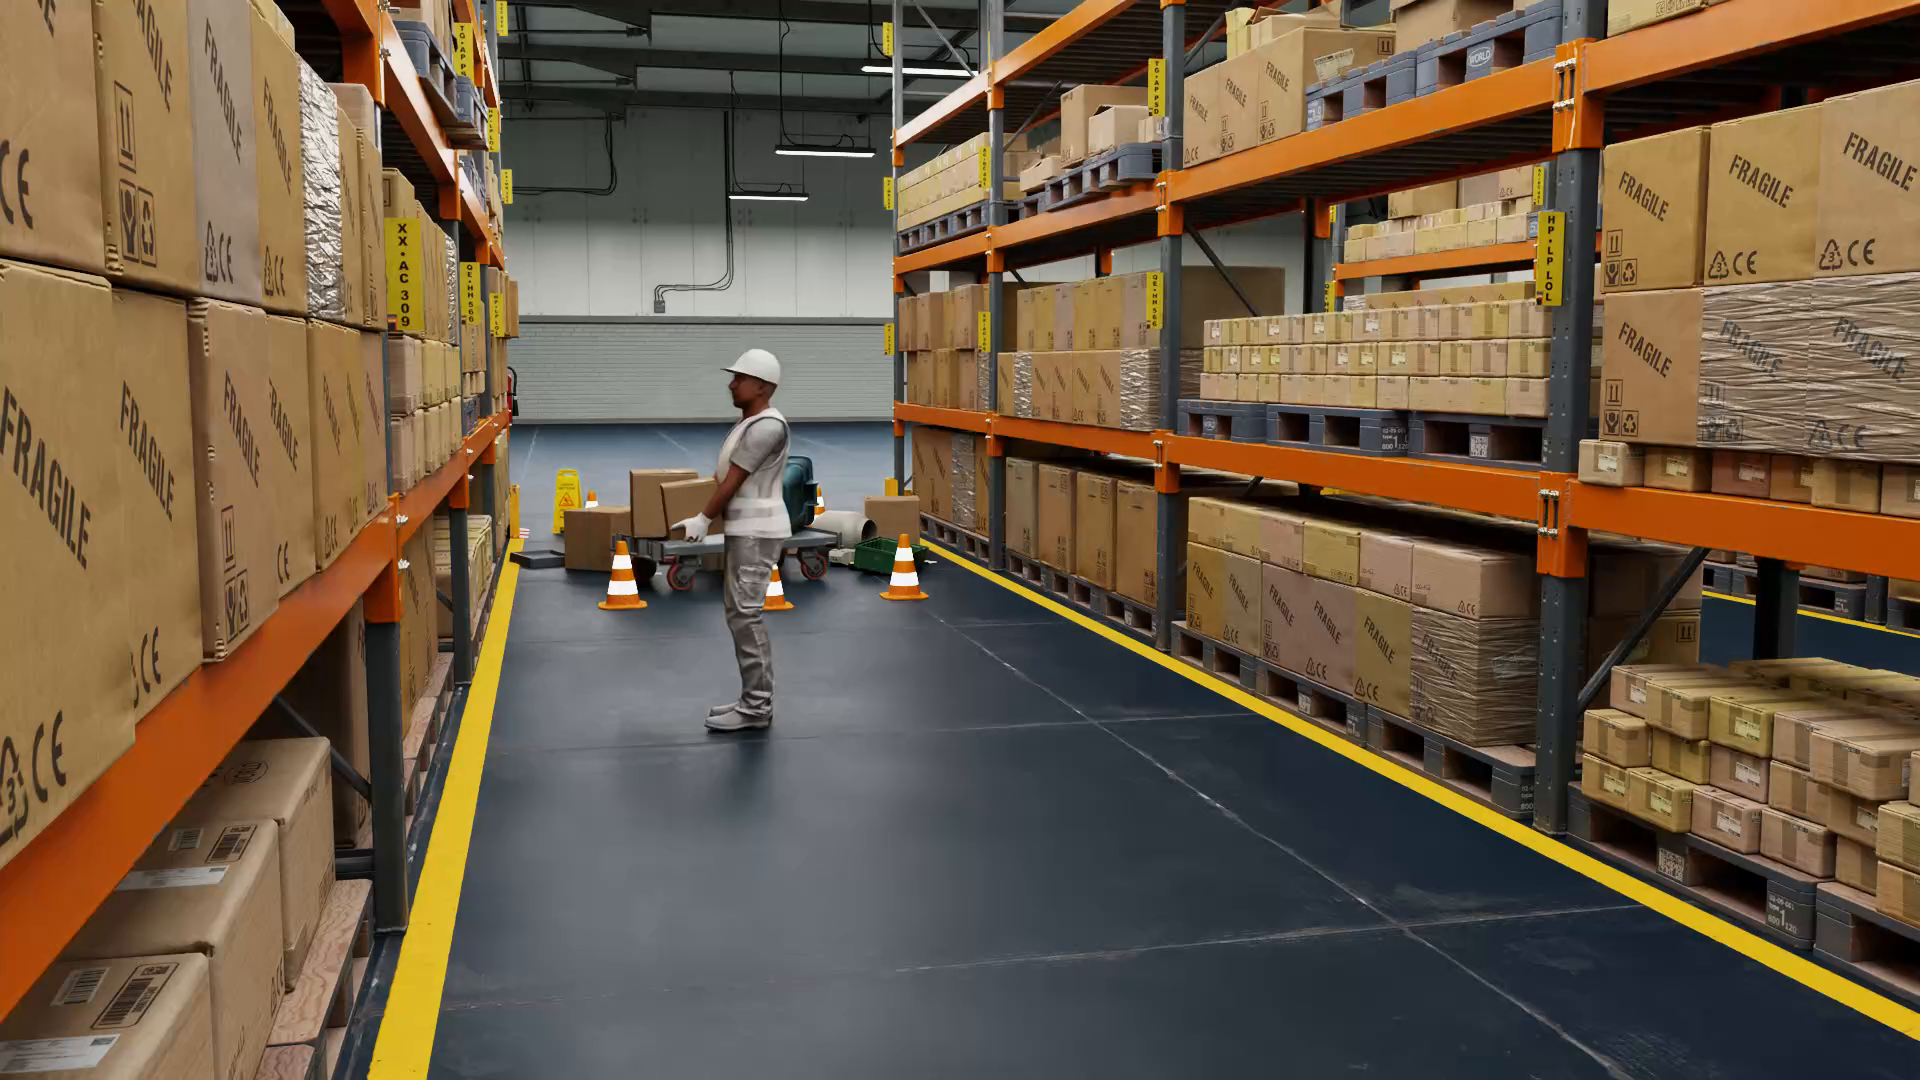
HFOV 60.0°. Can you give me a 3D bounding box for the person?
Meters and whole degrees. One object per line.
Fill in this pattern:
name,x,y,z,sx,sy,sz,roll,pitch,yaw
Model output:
person,-1.085,-0.003,7.836,0.573,1.781,0.489,-1,6,-13
